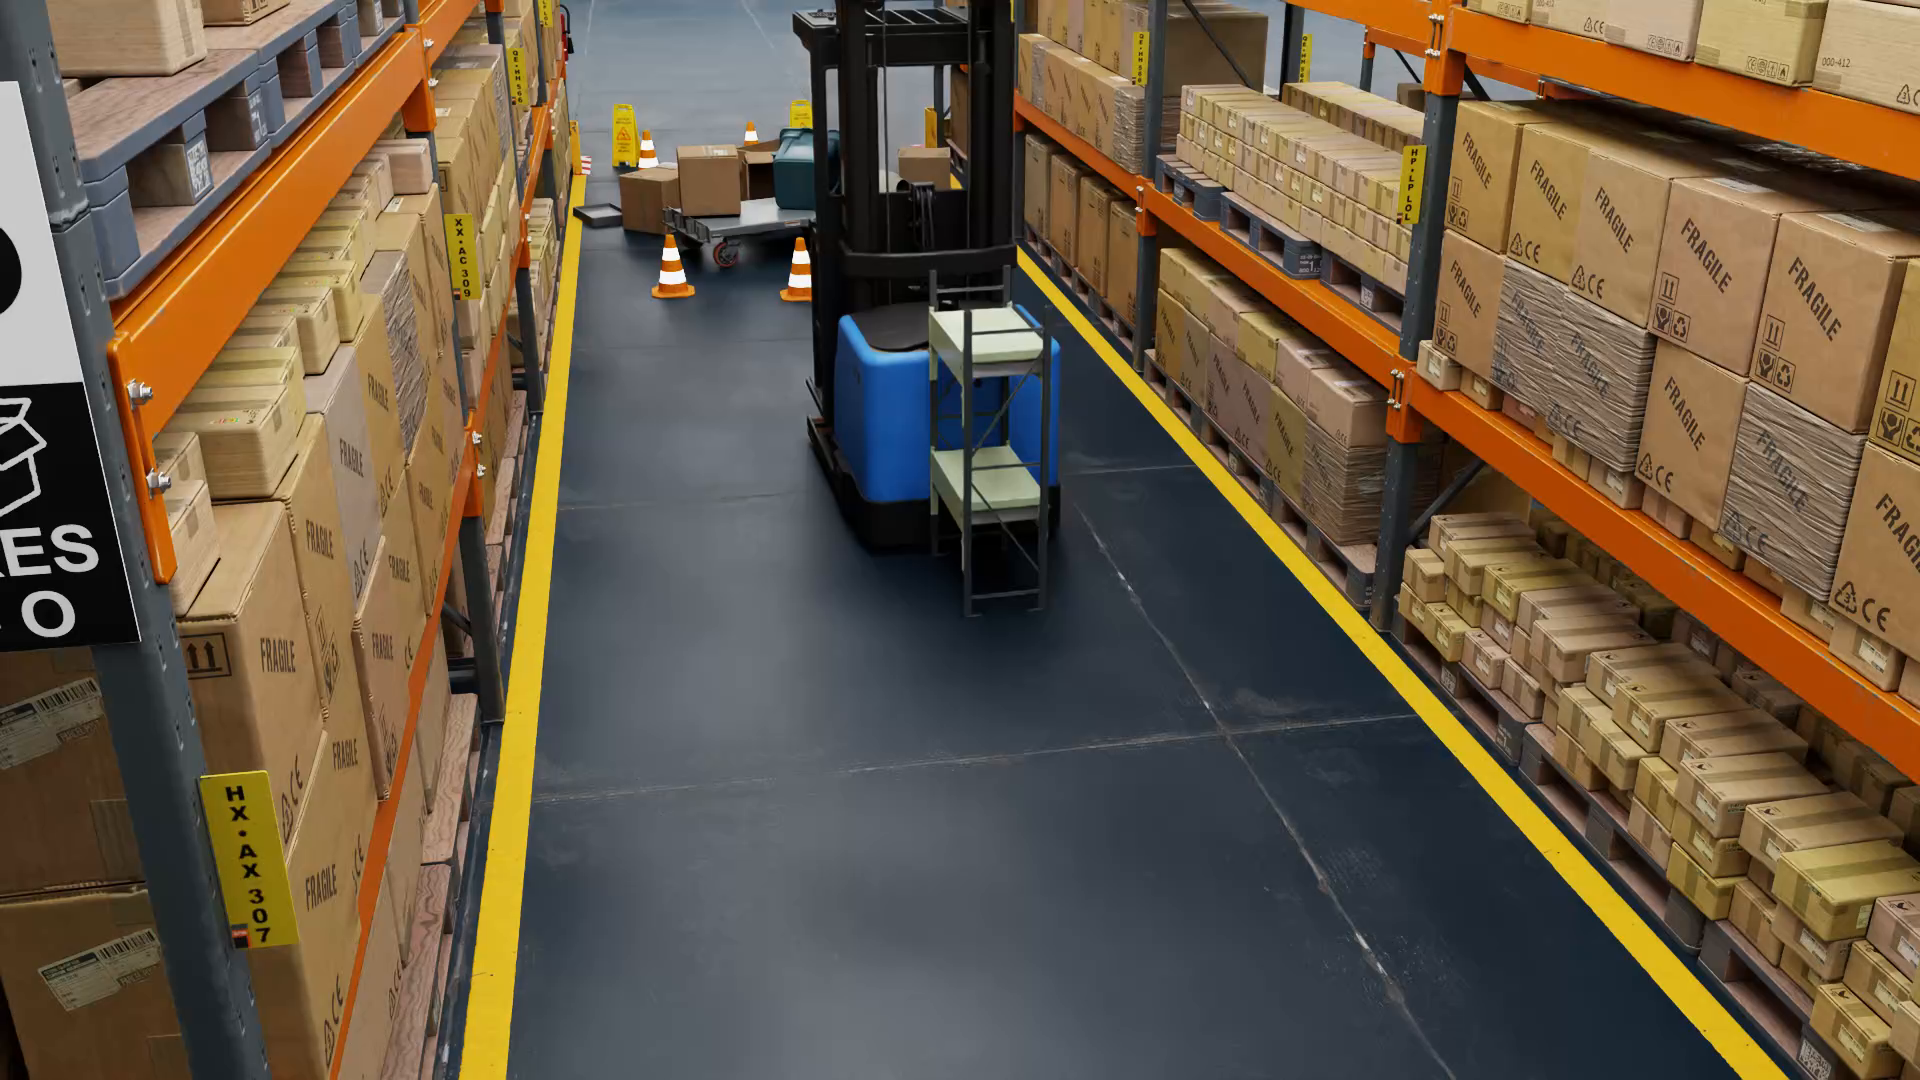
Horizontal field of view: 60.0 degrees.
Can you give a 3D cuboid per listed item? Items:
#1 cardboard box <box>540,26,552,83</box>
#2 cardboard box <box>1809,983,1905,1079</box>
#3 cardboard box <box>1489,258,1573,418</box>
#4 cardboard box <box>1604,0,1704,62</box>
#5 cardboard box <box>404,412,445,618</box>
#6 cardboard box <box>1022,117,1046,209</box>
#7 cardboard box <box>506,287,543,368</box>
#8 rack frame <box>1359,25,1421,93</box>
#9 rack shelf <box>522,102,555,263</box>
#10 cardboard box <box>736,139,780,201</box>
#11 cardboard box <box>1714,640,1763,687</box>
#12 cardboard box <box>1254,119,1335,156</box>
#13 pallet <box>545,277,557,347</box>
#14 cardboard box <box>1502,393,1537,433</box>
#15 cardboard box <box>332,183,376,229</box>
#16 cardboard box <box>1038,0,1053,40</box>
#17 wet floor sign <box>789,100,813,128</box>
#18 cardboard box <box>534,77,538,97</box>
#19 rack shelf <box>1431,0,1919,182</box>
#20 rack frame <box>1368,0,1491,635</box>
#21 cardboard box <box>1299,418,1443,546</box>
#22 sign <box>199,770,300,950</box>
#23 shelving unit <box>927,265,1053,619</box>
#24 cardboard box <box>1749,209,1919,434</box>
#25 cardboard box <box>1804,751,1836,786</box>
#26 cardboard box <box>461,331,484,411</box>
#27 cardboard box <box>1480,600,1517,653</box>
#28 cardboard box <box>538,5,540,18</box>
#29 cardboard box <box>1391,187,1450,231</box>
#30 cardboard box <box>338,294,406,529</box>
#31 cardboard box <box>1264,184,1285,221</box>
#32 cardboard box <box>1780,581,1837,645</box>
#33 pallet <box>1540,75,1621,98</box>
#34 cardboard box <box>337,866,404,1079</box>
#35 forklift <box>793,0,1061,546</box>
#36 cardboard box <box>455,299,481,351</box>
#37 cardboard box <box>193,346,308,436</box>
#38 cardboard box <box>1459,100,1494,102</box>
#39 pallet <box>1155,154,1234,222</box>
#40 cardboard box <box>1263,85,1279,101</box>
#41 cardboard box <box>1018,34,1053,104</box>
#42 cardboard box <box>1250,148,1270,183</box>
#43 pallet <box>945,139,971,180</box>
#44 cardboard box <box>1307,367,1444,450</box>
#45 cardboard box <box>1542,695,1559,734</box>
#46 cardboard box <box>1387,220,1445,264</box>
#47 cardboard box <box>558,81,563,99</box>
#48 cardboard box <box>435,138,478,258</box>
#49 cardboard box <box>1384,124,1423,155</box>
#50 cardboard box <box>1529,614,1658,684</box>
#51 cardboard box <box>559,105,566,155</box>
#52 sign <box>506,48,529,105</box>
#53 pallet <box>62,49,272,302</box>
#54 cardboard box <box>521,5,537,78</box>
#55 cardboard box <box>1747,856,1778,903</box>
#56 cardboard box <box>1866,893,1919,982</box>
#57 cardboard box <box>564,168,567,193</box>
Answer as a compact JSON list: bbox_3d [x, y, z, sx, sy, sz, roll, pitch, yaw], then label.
[{"bbox_3d":[-3.702,-4.112,13.920,0.500,0.500,0.500,-4,24,-10],"label":"cardboard box"},{"bbox_3d":[2.721,1.407,4.818,0.380,0.149,0.250,-4,24,-8],"label":"cardboard box"},{"bbox_3d":[2.373,-0.770,6.268,0.500,0.500,0.500,-4,24,-10],"label":"cardboard box"},{"bbox_3d":[2.435,-1.697,5.327,0.500,0.250,0.500,-3,24,-7],"label":"cardboard box"},{"bbox_3d":[-1.871,-0.073,5.044,0.500,0.500,0.500,-5,24,-11],"label":"cardboard box"},{"bbox_3d":[0.904,-3.613,15.405,0.875,0.875,0.875,-4,24,-9],"label":"cardboard box"},{"bbox_3d":[-3.250,-1.374,10.906,0.950,0.372,0.625,-6,24,-13],"label":"cardboard box"},{"bbox_3d":[5.105,-6.042,18.837,1.000,3.000,0.127,-4,24,-10],"label":"rack frame"},{"bbox_3d":[-3.525,-2.619,11.898,1.077,0.370,4.000,-4,24,-10],"label":"rack shelf"},{"bbox_3d":[-1.822,-3.662,16.505,0.637,0.503,0.797,18,29,36],"label":"cardboard box"},{"bbox_3d":[3.066,0.475,6.210,0.380,0.149,0.250,-5,24,-12],"label":"cardboard box"},{"bbox_3d":[1.831,-2.205,9.098,0.380,0.149,0.250,-4,24,-8],"label":"cardboard box"},{"bbox_3d":[-3.520,-1.671,12.312,1.003,0.211,1.213,-4,24,-10],"label":"pallet"},{"bbox_3d":[2.383,-0.547,6.569,0.380,0.149,0.250,-5,24,-12],"label":"cardboard box"},{"bbox_3d":[-2.003,-0.984,5.070,0.380,0.149,0.250,-5,24,-10],"label":"cardboard box"},{"bbox_3d":[1.049,-4.451,13.819,0.700,0.500,0.500,-5,24,-11],"label":"cardboard box"},{"bbox_3d":[-1.740,-4.501,18.250,0.267,0.644,0.232,-9,25,-19],"label":"wet floor sign"},{"bbox_3d":[-3.414,-3.427,12.639,0.380,0.149,0.250,-5,24,-11],"label":"cardboard box"},{"bbox_3d":[2.800,-1.253,5.023,1.077,0.370,4.000,-4,24,-10],"label":"rack shelf"},{"bbox_3d":[2.431,-0.995,7.281,1.000,3.000,0.127,-4,24,-10],"label":"rack frame"},{"bbox_3d":[2.046,-0.315,8.321,0.500,0.500,0.500,-5,24,-11],"label":"cardboard box"},{"bbox_3d":[-1.129,0.513,2.648,0.100,0.325,0.005,-4,24,-10],"label":"sign"},{"bbox_3d":[0.131,-0.477,7.969,0.431,1.500,0.755,-5,24,-12],"label":"shelving unit"},{"bbox_3d":[2.642,-0.627,4.692,0.500,0.500,0.500,-3,24,-7],"label":"cardboard box"},{"bbox_3d":[3.024,0.819,5.792,0.380,0.149,0.250,-3,24,-7],"label":"cardboard box"},{"bbox_3d":[-2.237,-0.713,6.822,0.500,0.250,0.500,-5,24,-11],"label":"cardboard box"},{"bbox_3d":[2.399,0.335,6.901,0.380,0.149,0.250,-4,24,-10],"label":"cardboard box"},{"bbox_3d":[-3.763,-4.565,13.709,0.700,0.500,0.500,-5,24,-10],"label":"cardboard box"},{"bbox_3d":[2.164,-1.488,7.456,0.380,0.149,0.250,-3,24,-7],"label":"cardboard box"},{"bbox_3d":[-1.783,-0.330,4.384,0.500,0.500,0.500,-4,24,-10],"label":"cardboard box"},{"bbox_3d":[1.869,-1.831,8.984,0.380,0.149,0.250,-5,24,-11],"label":"cardboard box"},{"bbox_3d":[2.672,0.183,4.896,0.380,0.149,0.250,-5,24,-12],"label":"cardboard box"},{"bbox_3d":[5.843,-4.070,14.560,1.003,0.211,1.213,-4,24,-10],"label":"pallet"},{"bbox_3d":[-2.074,1.355,4.577,0.875,0.438,0.875,-4,24,-8],"label":"cardboard box"},{"bbox_3d":[-0.306,-1.875,9.380,1.130,2.935,3.031,-5,24,-12],"label":"forklift"},{"bbox_3d":[-2.220,-0.943,6.725,0.500,0.250,0.500,-5,24,-11],"label":"cardboard box"},{"bbox_3d":[-1.590,-0.288,3.477,0.380,0.149,0.250,-5,24,-11],"label":"cardboard box"},{"bbox_3d":[5.445,-4.362,17.589,0.500,0.500,0.500,-2,24,-5],"label":"cardboard box"},{"bbox_3d":[1.927,-2.208,10.298,1.213,0.211,1.003,-4,24,-10],"label":"pallet"},{"bbox_3d":[1.873,-2.811,11.313,0.500,0.500,0.500,-4,24,-9],"label":"cardboard box"},{"bbox_3d":[0.784,-3.961,13.946,0.500,0.500,0.500,-4,24,-9],"label":"cardboard box"},{"bbox_3d":[1.822,-2.071,9.161,0.380,0.149,0.250,-5,24,-10],"label":"cardboard box"},{"bbox_3d":[0.436,-4.129,17.939,1.003,0.211,1.213,-4,24,-10],"label":"pallet"},{"bbox_3d":[2.044,-0.660,8.175,0.500,0.250,0.500,-5,24,-11],"label":"cardboard box"},{"bbox_3d":[2.509,0.684,6.474,0.380,0.149,0.250,-5,24,-12],"label":"cardboard box"},{"bbox_3d":[2.163,-1.351,7.512,0.380,0.149,0.250,-4,24,-8],"label":"cardboard box"},{"bbox_3d":[-4.053,-4.348,16.121,0.380,0.149,0.250,-4,24,-9],"label":"cardboard box"},{"bbox_3d":[-2.214,-1.287,6.576,0.500,0.500,0.500,-4,24,-9],"label":"cardboard box"},{"bbox_3d":[2.516,-2.148,8.967,0.380,0.149,0.250,-4,24,-8],"label":"cardboard box"},{"bbox_3d":[2.416,0.413,6.351,0.380,0.149,0.250,-4,24,-9],"label":"cardboard box"},{"bbox_3d":[-4.044,-3.885,15.872,0.500,0.500,0.500,-5,24,-11],"label":"cardboard box"},{"bbox_3d":[-2.610,-2.735,9.819,0.100,0.325,0.005,-4,24,-10],"label":"sign"},{"bbox_3d":[-1.823,-0.641,2.832,1.003,0.211,1.213,-4,24,-10],"label":"pallet"},{"bbox_3d":[-3.491,-3.751,12.569,0.500,0.500,0.500,-4,24,-9],"label":"cardboard box"},{"bbox_3d":[2.746,1.052,5.259,0.380,0.149,0.250,-5,24,-10],"label":"cardboard box"},{"bbox_3d":[2.833,1.127,4.716,0.380,0.149,0.250,-4,24,-9],"label":"cardboard box"},{"bbox_3d":[-3.949,-3.338,15.555,0.500,0.250,0.500,-5,24,-10],"label":"cardboard box"}]
